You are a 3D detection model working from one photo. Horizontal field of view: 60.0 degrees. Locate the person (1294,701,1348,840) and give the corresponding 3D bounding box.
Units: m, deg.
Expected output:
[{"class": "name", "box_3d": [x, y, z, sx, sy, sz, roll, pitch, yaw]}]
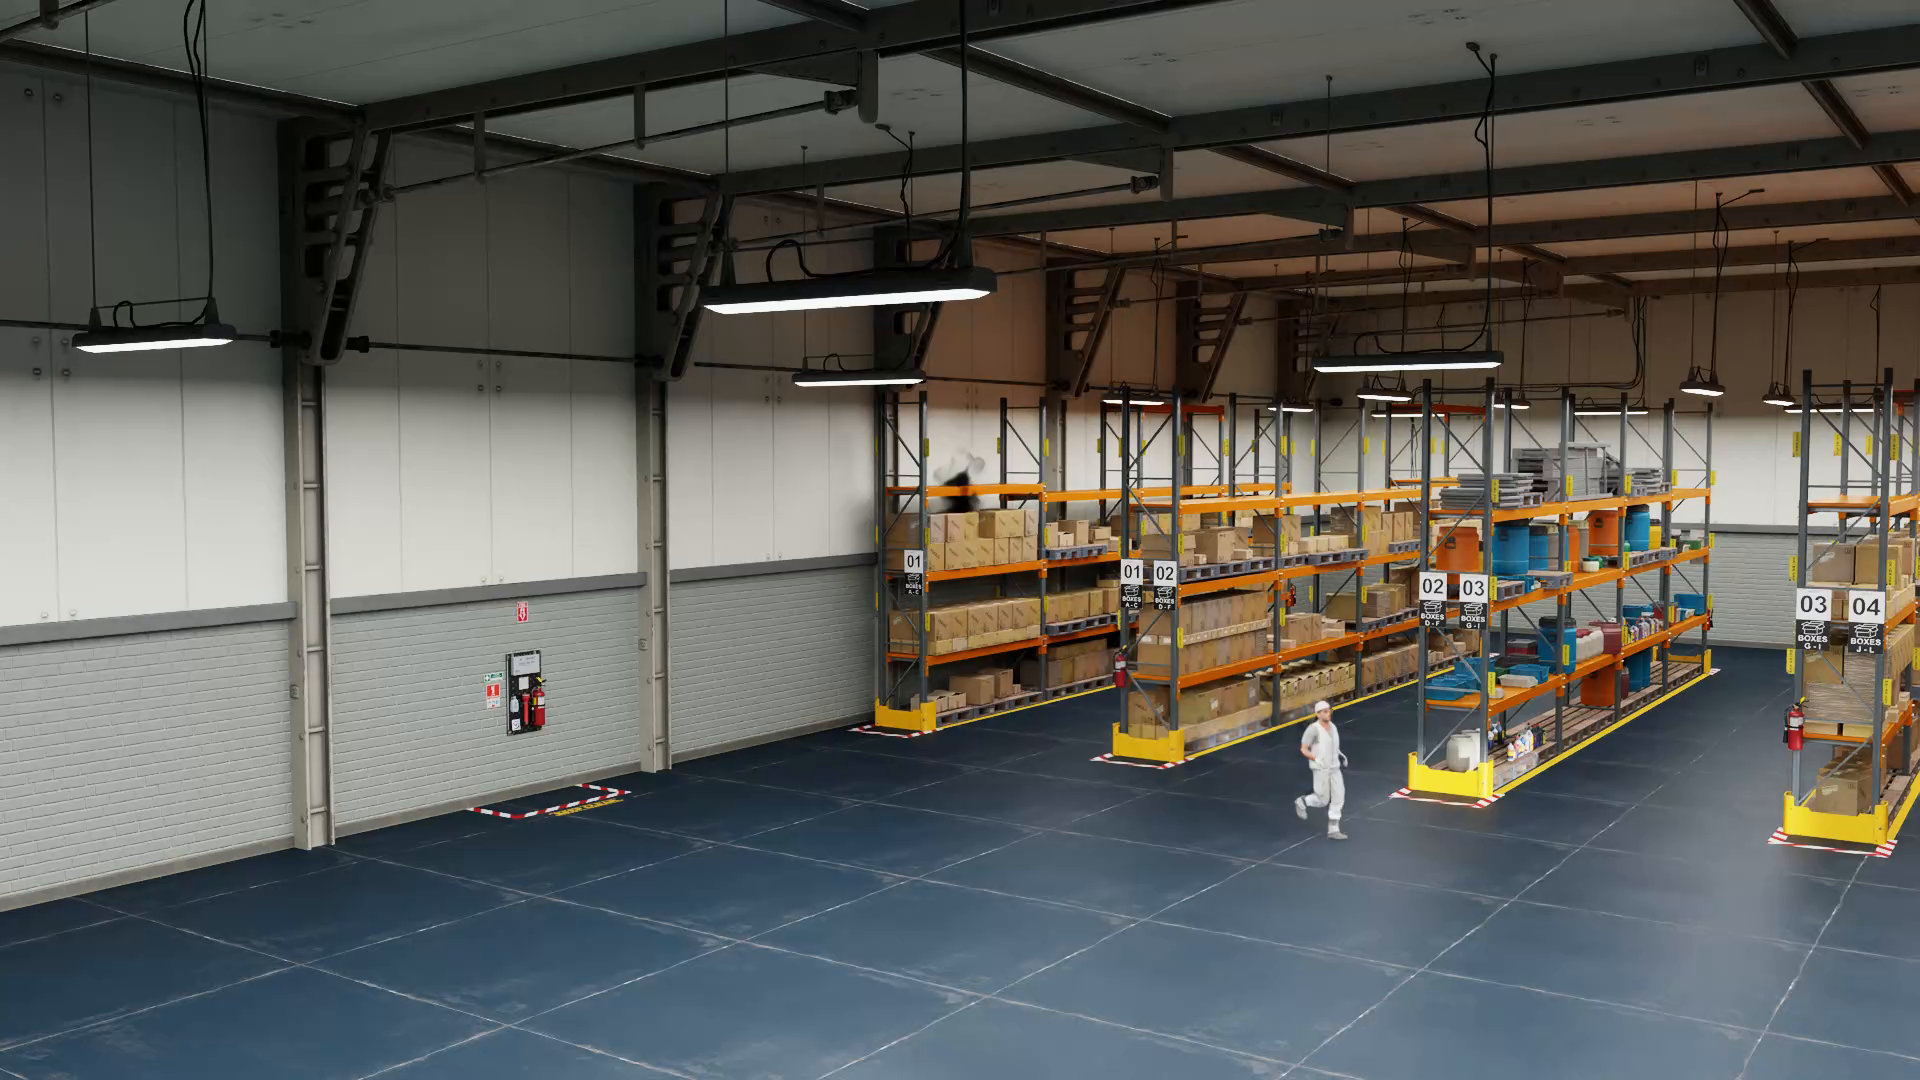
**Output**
[{"class": "person", "box_3d": [4.700, 2.947, 21.423, 0.669, 1.755, 0.866, -2, 4, -31]}]
